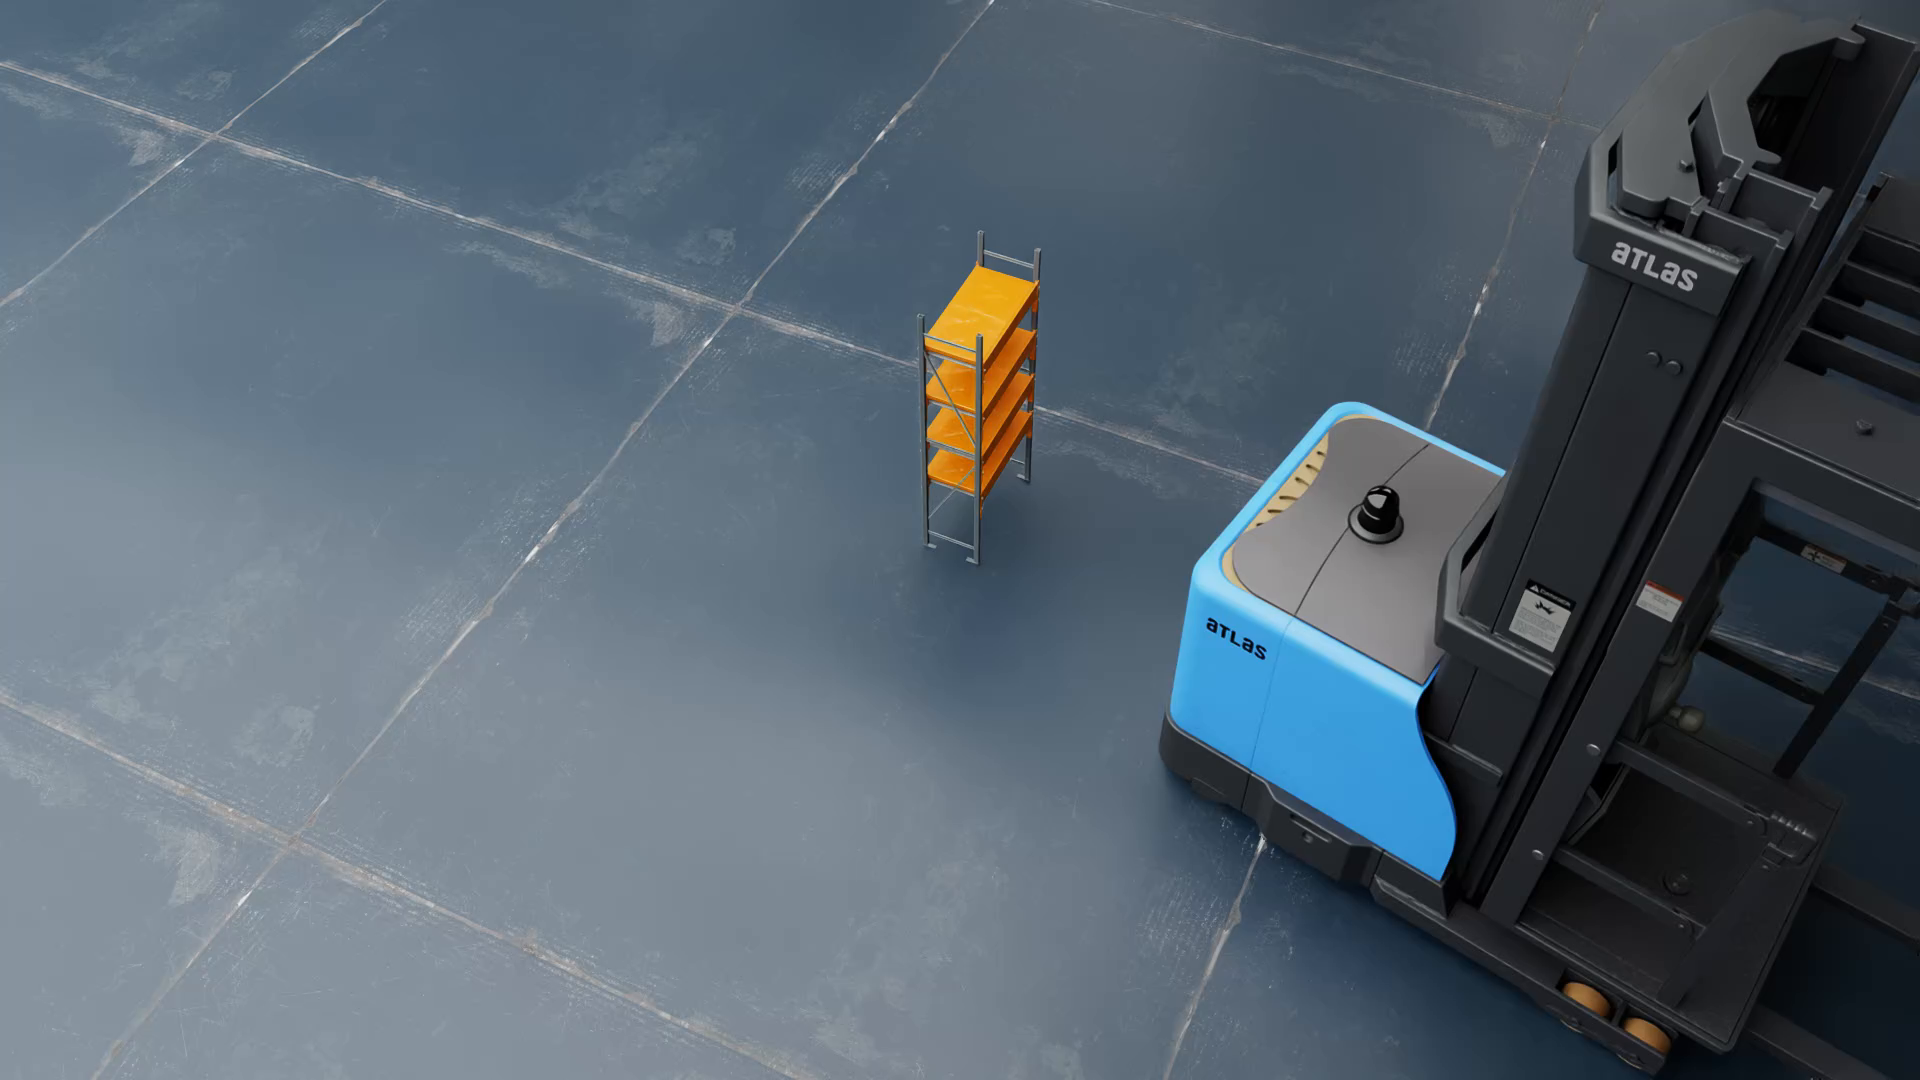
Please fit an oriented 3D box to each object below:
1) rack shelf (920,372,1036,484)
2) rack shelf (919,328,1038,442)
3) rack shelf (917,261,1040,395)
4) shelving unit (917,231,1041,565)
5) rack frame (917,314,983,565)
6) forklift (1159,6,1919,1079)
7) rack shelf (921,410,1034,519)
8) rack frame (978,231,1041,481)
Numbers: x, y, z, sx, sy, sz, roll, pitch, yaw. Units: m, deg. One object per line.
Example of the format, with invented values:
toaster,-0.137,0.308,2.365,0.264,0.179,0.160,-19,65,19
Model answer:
rack shelf,0.071,-0.459,6.256,0.258,0.148,0.480,20,52,16
rack shelf,0.071,-0.604,6.086,0.258,0.148,0.480,20,52,16
rack shelf,0.071,-0.757,5.906,0.258,0.148,0.480,20,52,16
shelving unit,0.071,-0.503,6.205,0.258,1.200,0.503,20,52,16
rack frame,-0.034,-0.335,6.062,0.240,1.200,0.015,20,52,16
forklift,2.182,0.226,4.449,3.031,2.935,1.130,30,56,23
rack shelf,0.071,-0.331,6.408,0.258,0.148,0.480,20,52,16
rack frame,0.175,-0.671,6.348,0.240,1.200,0.015,20,52,16
